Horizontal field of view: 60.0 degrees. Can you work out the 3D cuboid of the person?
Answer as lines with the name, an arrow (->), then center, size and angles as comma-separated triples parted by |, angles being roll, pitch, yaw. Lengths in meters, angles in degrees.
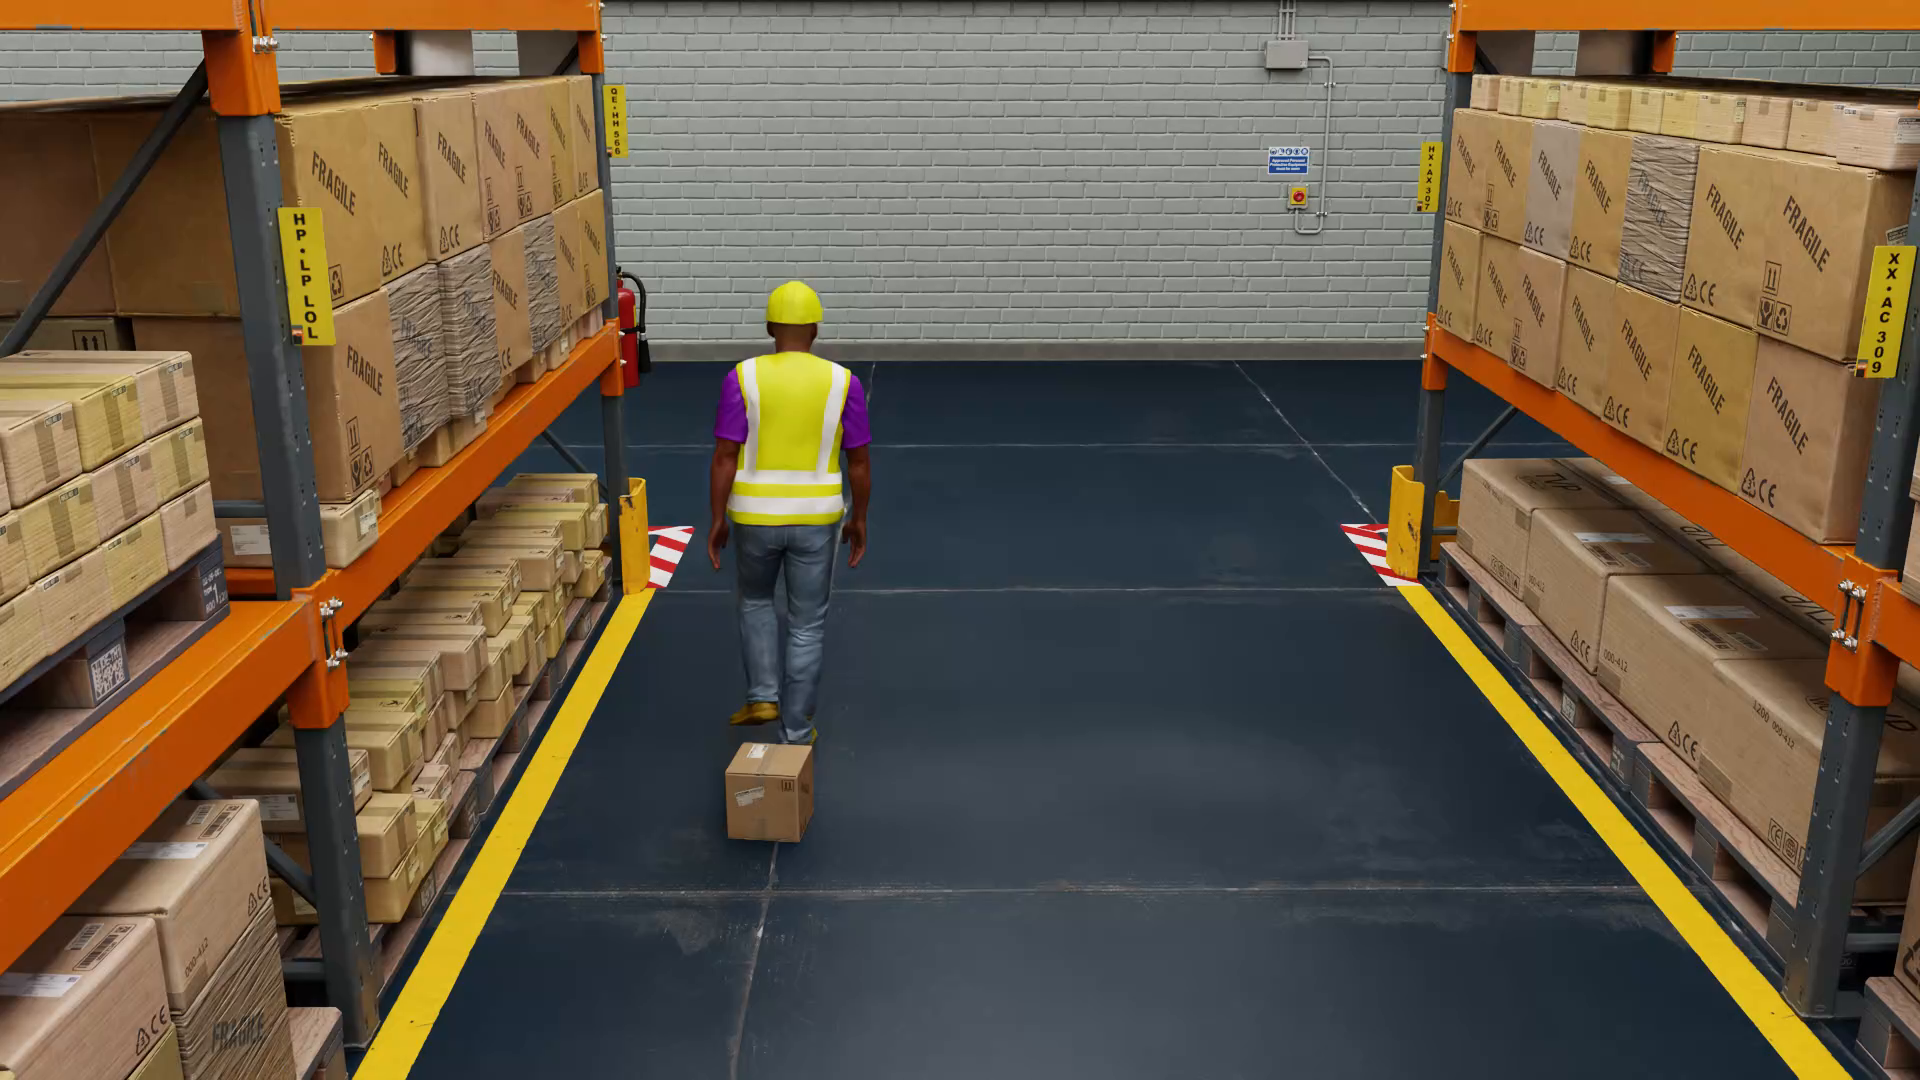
person -> -0.628, -0.074, 6.180 | 0.609, 1.744, 0.523 | -1, 17, -3
